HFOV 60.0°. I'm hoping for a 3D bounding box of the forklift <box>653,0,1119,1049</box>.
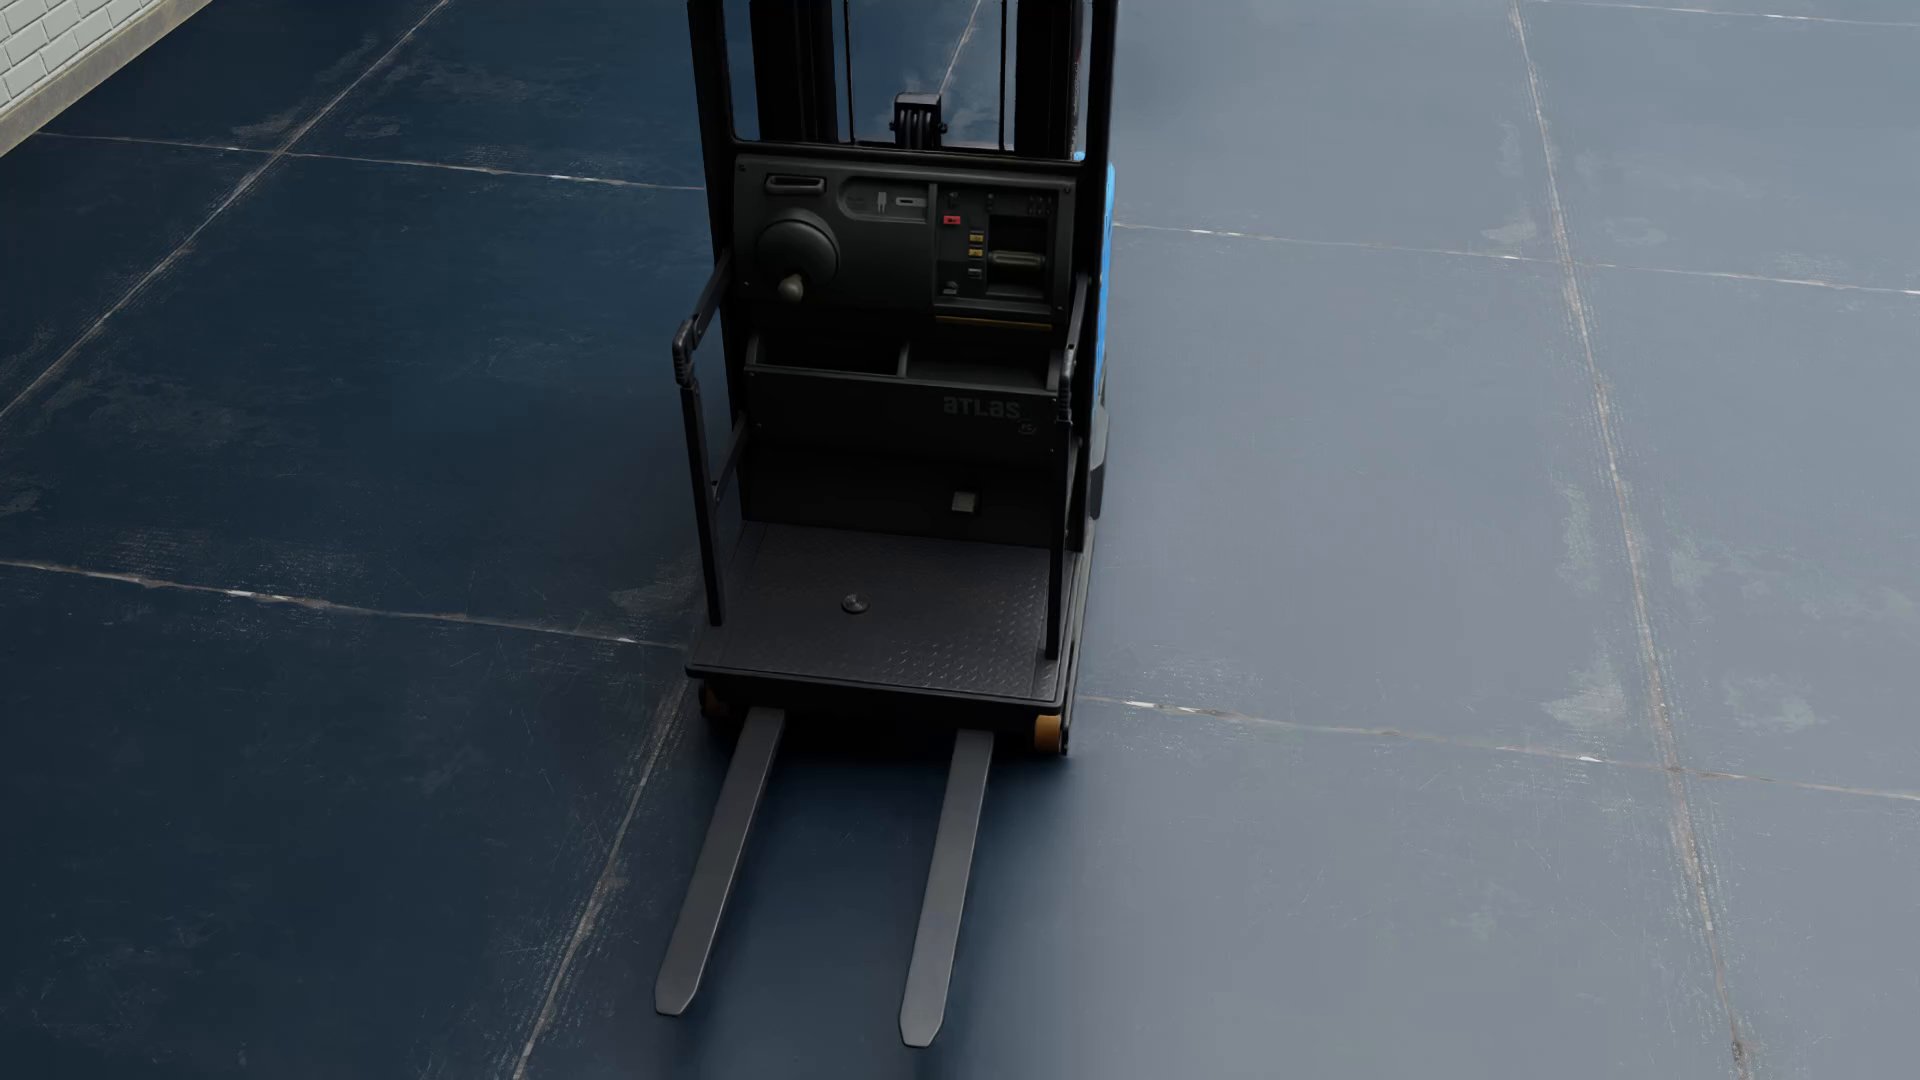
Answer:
[{"bbox_3d":[-0.185,-0.738,4.342,1.130,2.935,3.031,5,40,6],"label":"forklift"}]
